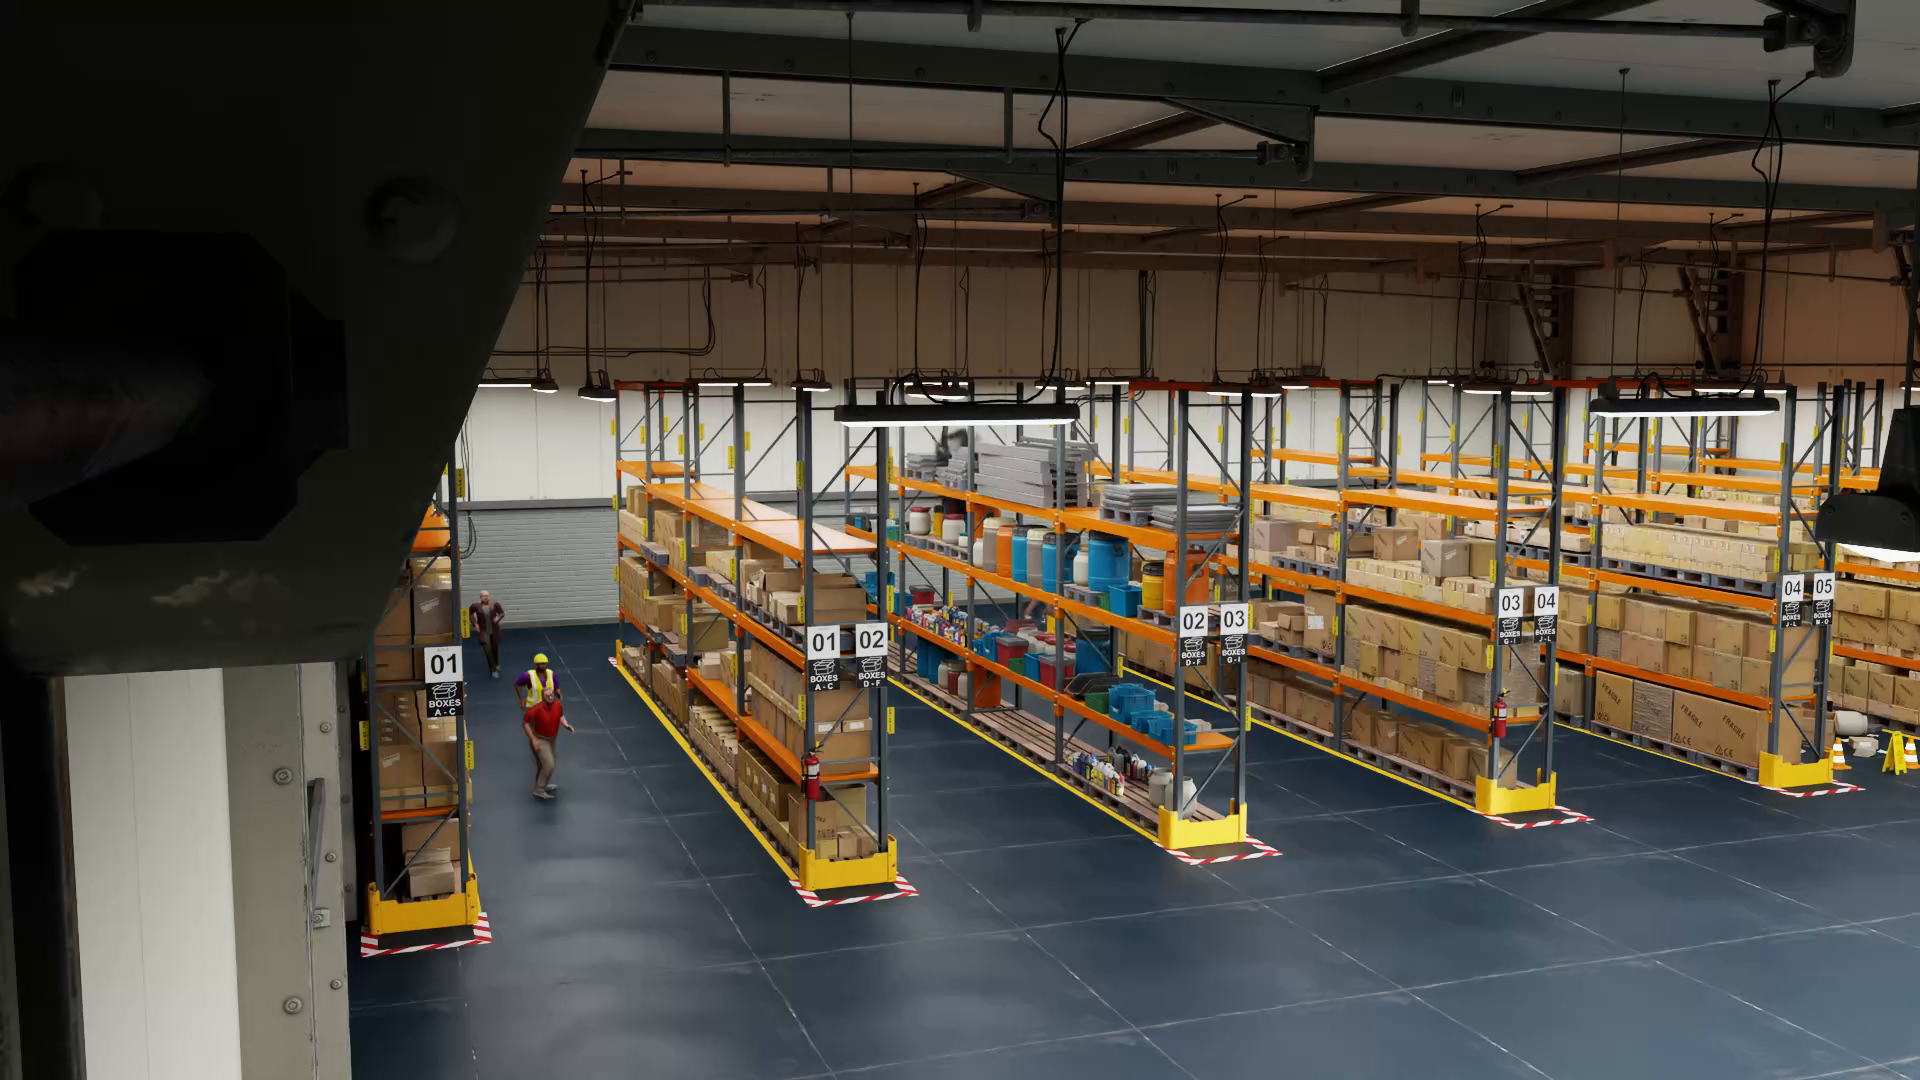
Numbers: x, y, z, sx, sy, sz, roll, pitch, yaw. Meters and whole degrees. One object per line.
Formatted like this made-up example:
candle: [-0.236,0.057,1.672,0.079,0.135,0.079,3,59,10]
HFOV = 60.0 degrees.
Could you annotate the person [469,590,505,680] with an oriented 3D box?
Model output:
person: [-9.604,1.892,33.755,0.715,1.792,0.929,-3,7,-26]

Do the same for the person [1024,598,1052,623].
person: [1.966,1.259,40.856,0.941,1.606,0.623,4,7,36]

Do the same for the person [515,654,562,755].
person: [-6.675,2.662,26.380,0.661,1.761,0.972,-5,8,-38]

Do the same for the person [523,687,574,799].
person: [-6.039,2.956,24.411,0.822,1.673,0.704,2,6,21]
